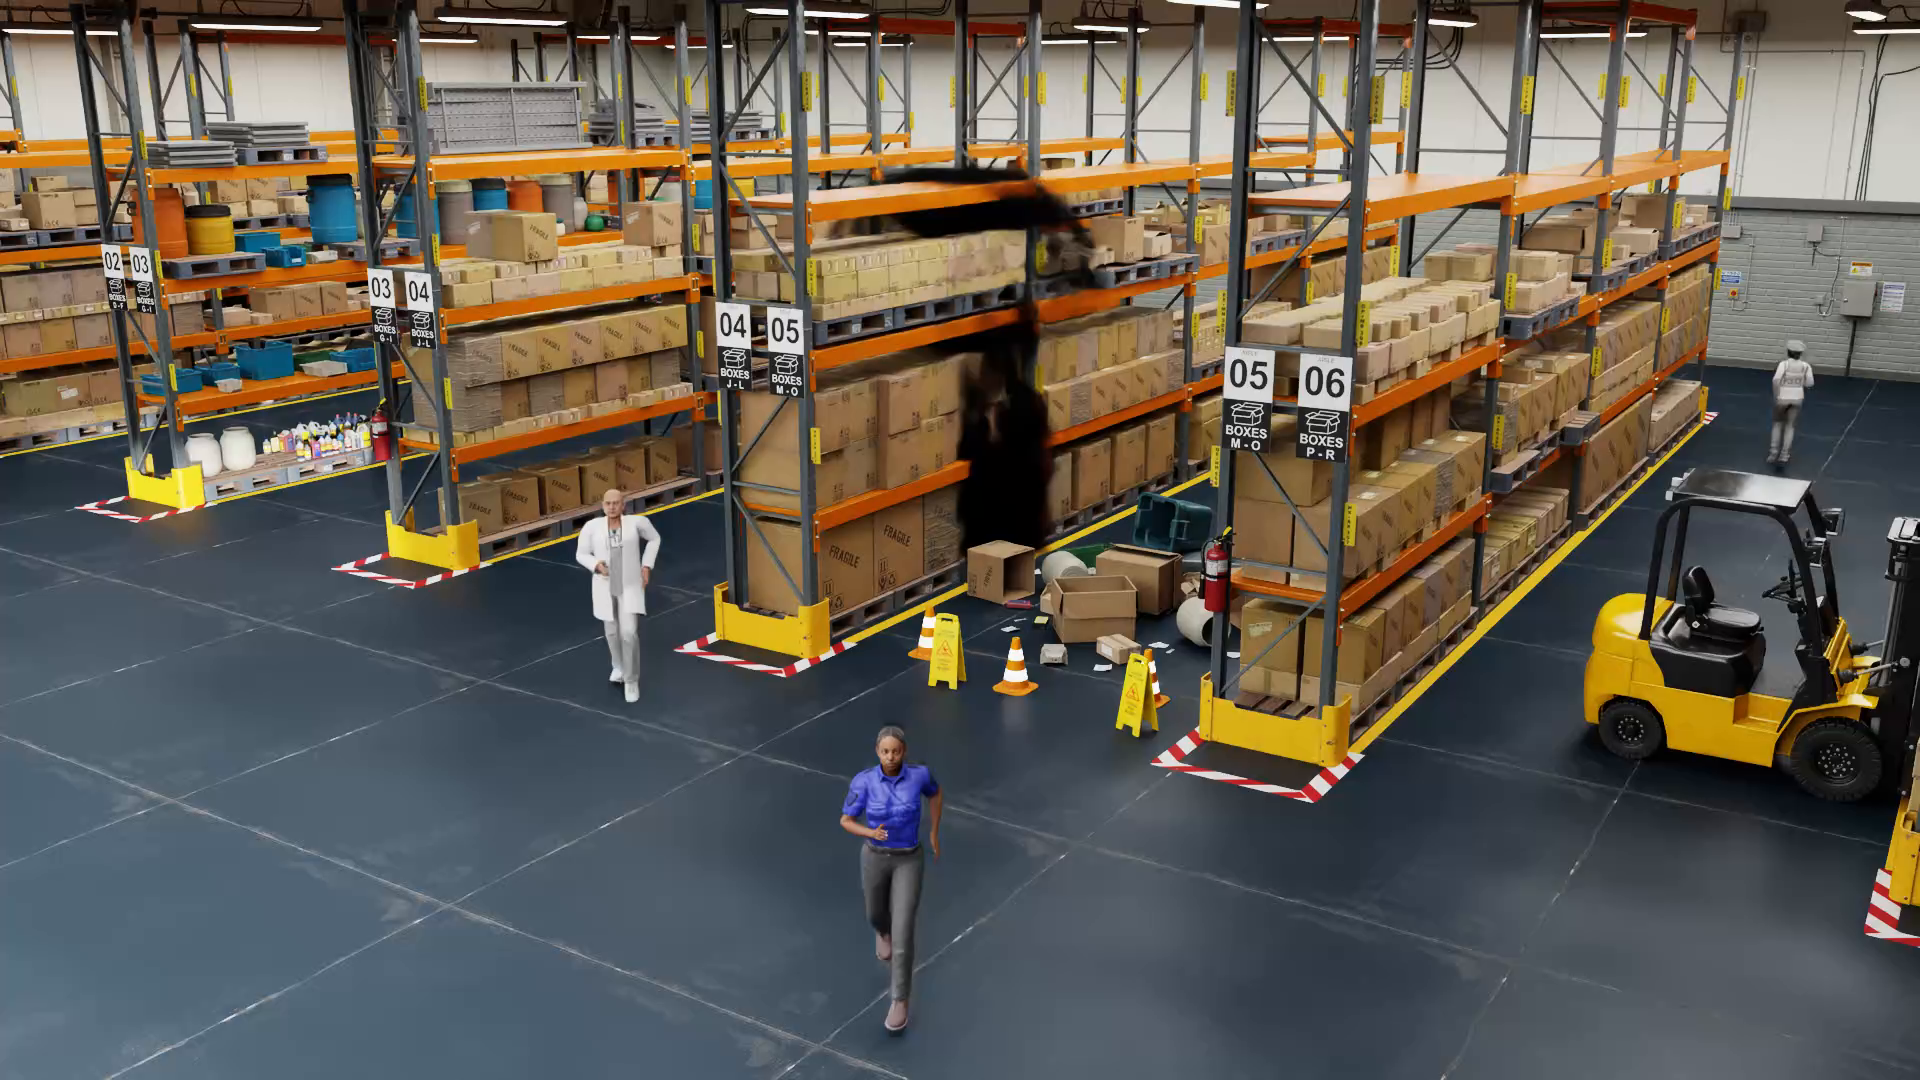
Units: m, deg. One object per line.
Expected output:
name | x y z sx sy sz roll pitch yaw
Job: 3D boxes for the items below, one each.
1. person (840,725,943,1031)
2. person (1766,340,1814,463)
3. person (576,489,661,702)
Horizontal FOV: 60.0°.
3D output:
person | -0.383 1.822 9.460 0.577 1.639 0.938 0 16 -1
person | 11.382 -1.864 22.833 0.575 1.754 0.729 5 16 16
person | -2.921 0.463 14.285 0.697 1.854 0.765 -1 16 -4
